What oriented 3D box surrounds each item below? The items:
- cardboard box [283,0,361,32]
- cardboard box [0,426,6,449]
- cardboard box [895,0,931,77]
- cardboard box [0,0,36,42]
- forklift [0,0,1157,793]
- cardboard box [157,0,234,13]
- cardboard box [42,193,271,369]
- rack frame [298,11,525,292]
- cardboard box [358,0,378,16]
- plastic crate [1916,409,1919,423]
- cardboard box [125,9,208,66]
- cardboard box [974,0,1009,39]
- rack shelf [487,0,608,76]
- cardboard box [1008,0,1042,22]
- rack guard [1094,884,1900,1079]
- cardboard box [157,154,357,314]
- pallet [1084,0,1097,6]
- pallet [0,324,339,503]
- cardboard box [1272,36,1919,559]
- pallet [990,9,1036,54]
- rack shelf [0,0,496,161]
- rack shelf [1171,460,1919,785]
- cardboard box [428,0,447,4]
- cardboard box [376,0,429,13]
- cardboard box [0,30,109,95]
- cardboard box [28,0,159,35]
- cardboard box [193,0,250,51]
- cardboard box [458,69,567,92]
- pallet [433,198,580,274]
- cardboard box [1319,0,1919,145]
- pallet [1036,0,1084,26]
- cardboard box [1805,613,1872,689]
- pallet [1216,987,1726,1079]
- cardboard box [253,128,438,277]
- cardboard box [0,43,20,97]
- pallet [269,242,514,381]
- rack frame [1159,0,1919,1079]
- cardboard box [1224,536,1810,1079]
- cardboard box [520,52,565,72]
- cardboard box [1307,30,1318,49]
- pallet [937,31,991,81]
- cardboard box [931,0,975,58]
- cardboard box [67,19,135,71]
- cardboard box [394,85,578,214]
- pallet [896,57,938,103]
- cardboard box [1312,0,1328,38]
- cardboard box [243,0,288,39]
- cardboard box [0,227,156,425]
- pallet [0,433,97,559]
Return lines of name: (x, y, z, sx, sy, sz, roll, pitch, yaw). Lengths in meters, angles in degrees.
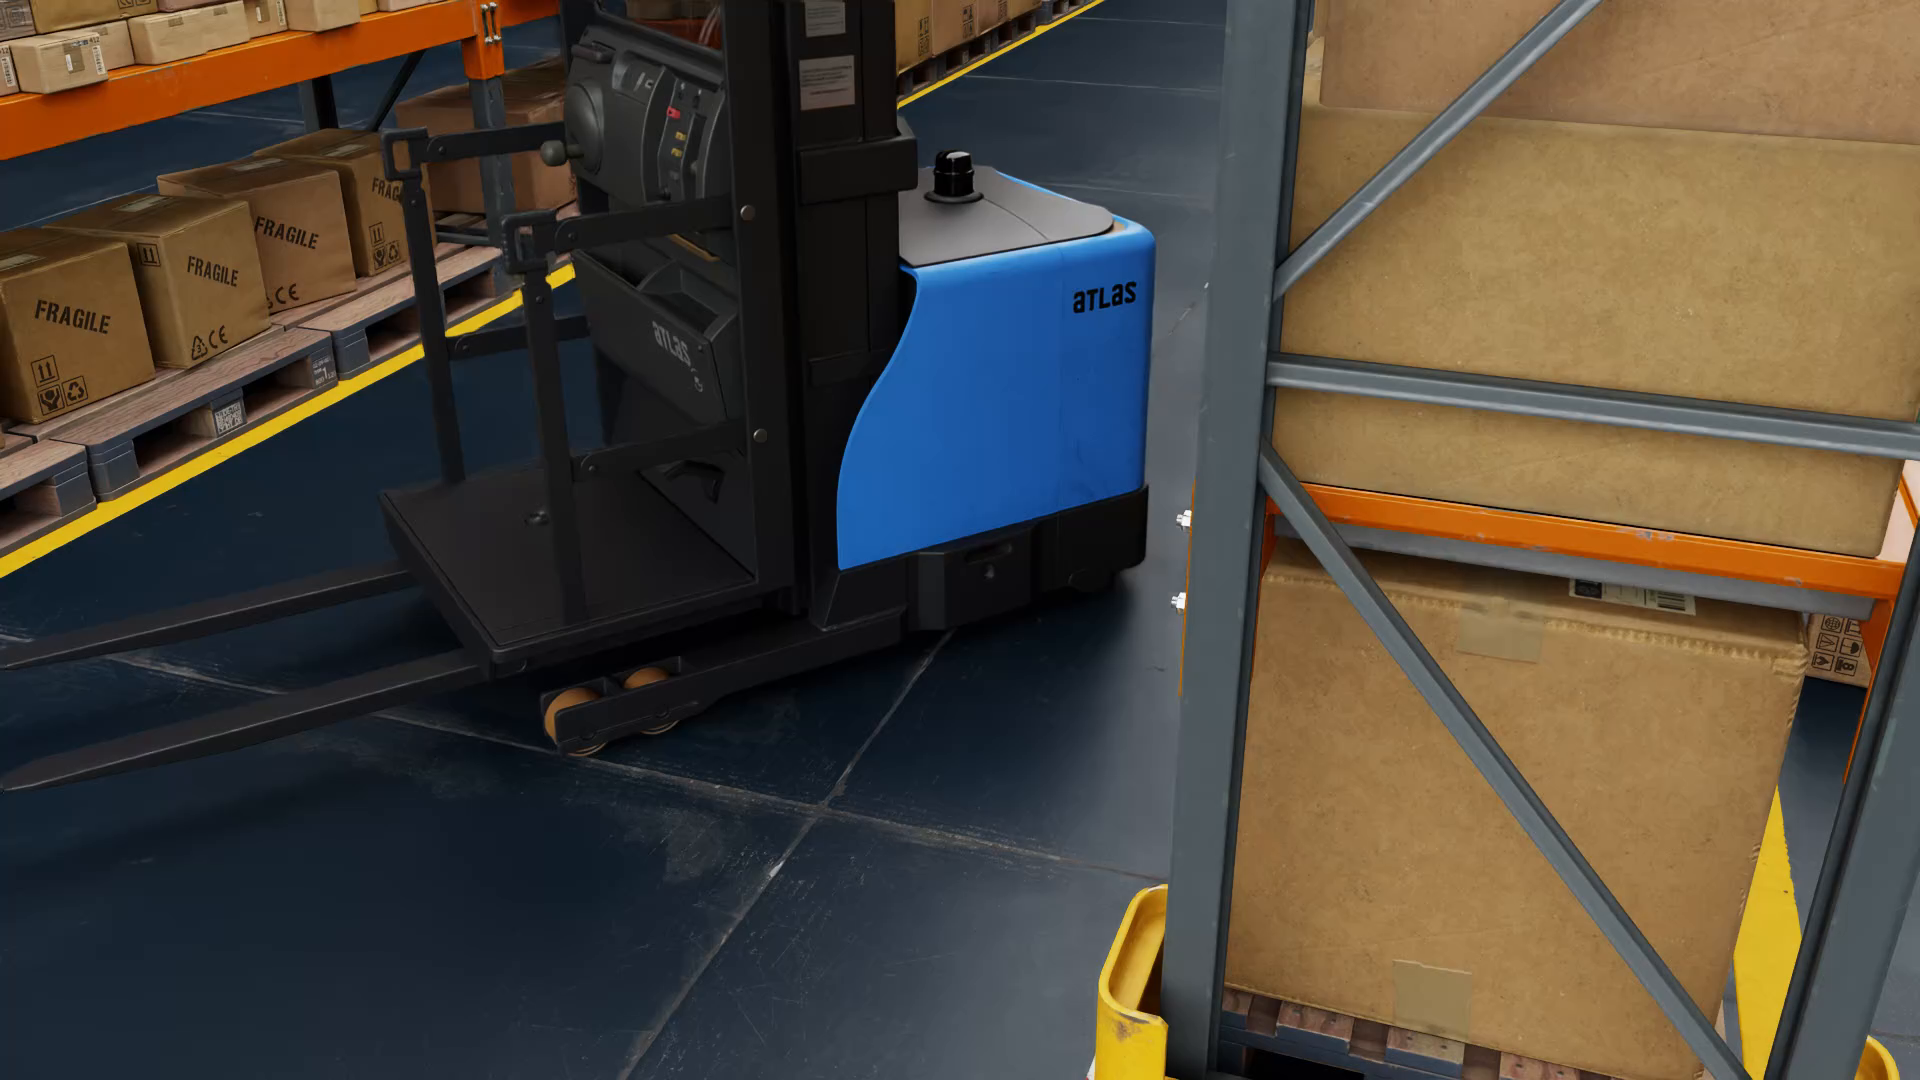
cardboard box: (-2.499, -2.014, 6.256, 0.380, 0.149, 0.250, 9, 27, 17)
cardboard box: (-3.435, -0.498, 5.222, 0.500, 0.500, 0.500, 17, 30, 31)
cardboard box: (-0.914, -3.730, 11.467, 1.225, 0.875, 0.875, 7, 27, 15)
cardboard box: (-3.356, -1.752, 4.970, 0.875, 0.500, 0.500, 9, 27, 17)
forklift: (-0.968, -1.044, 4.043, 3.031, 2.935, 1.130, -15, 30, -28)
cardboard box: (-2.973, -2.155, 5.803, 0.875, 0.500, 0.500, 9, 27, 17)
cardboard box: (-2.981, -0.975, 6.208, 0.500, 0.500, 0.500, 6, 27, 13)
rack frame: (-2.494, -2.573, 7.121, 1.000, 3.000, 0.127, 9, 27, 17)
cardboard box: (-2.520, -2.133, 6.502, 0.380, 0.149, 0.250, 9, 27, 17)
plastic crate: (3.327, -0.311, 5.610, 0.662, 0.188, 0.450, -20, 23, -36)
cardboard box: (-2.801, -1.714, 5.637, 0.380, 0.149, 0.250, 9, 27, 17)
cardboard box: (-0.323, -4.460, 12.975, 1.225, 0.875, 0.875, 8, 27, 16)
rack shelf: (-1.829, -3.071, 8.975, 1.077, 0.370, 4.000, 9, 27, 17)
cardboard box: (-0.026, -4.827, 13.733, 1.225, 0.875, 0.875, 9, 27, 18)
rack guard: (0.810, 0.967, 2.679, 1.175, 0.500, 0.348, 9, 27, 17)
cardboard box: (-2.848, -1.241, 6.758, 0.500, 0.500, 0.500, 19, 32, 34)
pallet: (0.899, -5.409, 16.180, 1.003, 0.211, 1.213, 9, 27, 17)
pallet: (-3.089, -0.533, 6.109, 1.003, 0.211, 1.213, 9, 27, 17)
cardboard box: (0.899, -0.394, 2.451, 0.875, 0.550, 0.550, 9, 27, 17)
pallet: (-0.018, -4.277, 13.841, 1.003, 0.211, 1.213, 9, 27, 17)
rack shelf: (-3.160, -1.427, 5.580, 1.077, 0.370, 4.000, 9, 27, 17)
rack shelf: (1.484, -0.666, 4.009, 1.077, 0.370, 4.000, 9, 27, 17)
cardboard box: (-2.288, -2.328, 6.905, 0.380, 0.149, 0.250, 9, 27, 17)
cardboard box: (-2.381, -2.227, 6.696, 0.380, 0.149, 0.250, 9, 27, 17)
cardboard box: (-2.915, -1.501, 5.195, 0.380, 0.149, 0.250, 9, 27, 17)
cardboard box: (-3.179, -1.956, 5.391, 0.875, 0.500, 0.500, 9, 27, 17)
cardboard box: (-2.751, -1.822, 5.859, 0.380, 0.149, 0.250, 9, 27, 17)
cardboard box: (-2.093, -2.088, 8.484, 0.700, 0.500, 0.500, 9, 27, 17)
pallet: (-2.236, -1.638, 8.390, 1.003, 0.211, 1.213, 9, 27, 17)
cardboard box: (0.978, -0.868, 2.190, 0.875, 0.550, 0.550, 9, 27, 17)
pallet: (0.495, -4.906, 15.141, 1.003, 0.211, 1.213, 9, 27, 17)
cardboard box: (2.601, 0.099, 4.469, 0.500, 0.500, 0.500, 14, 29, 26)
pallet: (1.011, 0.747, 3.465, 1.003, 0.211, 1.213, 9, 27, 17)
cardboard box: (-2.665, -1.478, 7.247, 0.500, 0.500, 0.500, 8, 27, 16)
cardboard box: (-3.096, -1.413, 5.014, 0.380, 0.149, 0.250, 9, 27, 17)
pallet: (-2.684, -1.036, 7.148, 1.003, 0.211, 1.213, 9, 27, 17)
rack frame: (0.815, -0.168, 2.156, 0.949, 2.616, 0.053, 9, 27, 17)
cardboard box: (0.982, 0.311, 3.122, 0.875, 0.875, 0.875, 9, 27, 18)
cardboard box: (-1.907, -2.318, 8.959, 0.700, 0.500, 0.500, 6, 27, 13)
cardboard box: (1.062, -0.624, 2.924, 0.875, 0.550, 0.550, 9, 27, 17)
pallet: (-0.422, -3.774, 12.802, 1.003, 0.211, 1.213, 9, 27, 17)
cardboard box: (-0.610, -4.095, 12.221, 1.225, 0.875, 0.875, 9, 27, 18)
cardboard box: (-2.957, -1.623, 5.447, 0.380, 0.149, 0.250, 9, 27, 17)
cardboard box: (-2.270, -1.895, 8.085, 0.700, 0.500, 0.500, 7, 27, 13)
pallet: (-0.830, -3.274, 11.770, 1.003, 0.211, 1.213, 9, 27, 17)
cardboard box: (1.074, -1.108, 2.685, 0.875, 0.550, 0.550, 9, 27, 17)
cardboard box: (-2.706, -1.931, 6.084, 0.380, 0.149, 0.250, 9, 27, 17)
cardboard box: (-3.209, -0.752, 5.748, 0.500, 0.500, 0.500, 11, 28, 22)
pallet: (-3.496, -0.034, 5.077, 1.003, 0.211, 1.213, 9, 27, 17)
